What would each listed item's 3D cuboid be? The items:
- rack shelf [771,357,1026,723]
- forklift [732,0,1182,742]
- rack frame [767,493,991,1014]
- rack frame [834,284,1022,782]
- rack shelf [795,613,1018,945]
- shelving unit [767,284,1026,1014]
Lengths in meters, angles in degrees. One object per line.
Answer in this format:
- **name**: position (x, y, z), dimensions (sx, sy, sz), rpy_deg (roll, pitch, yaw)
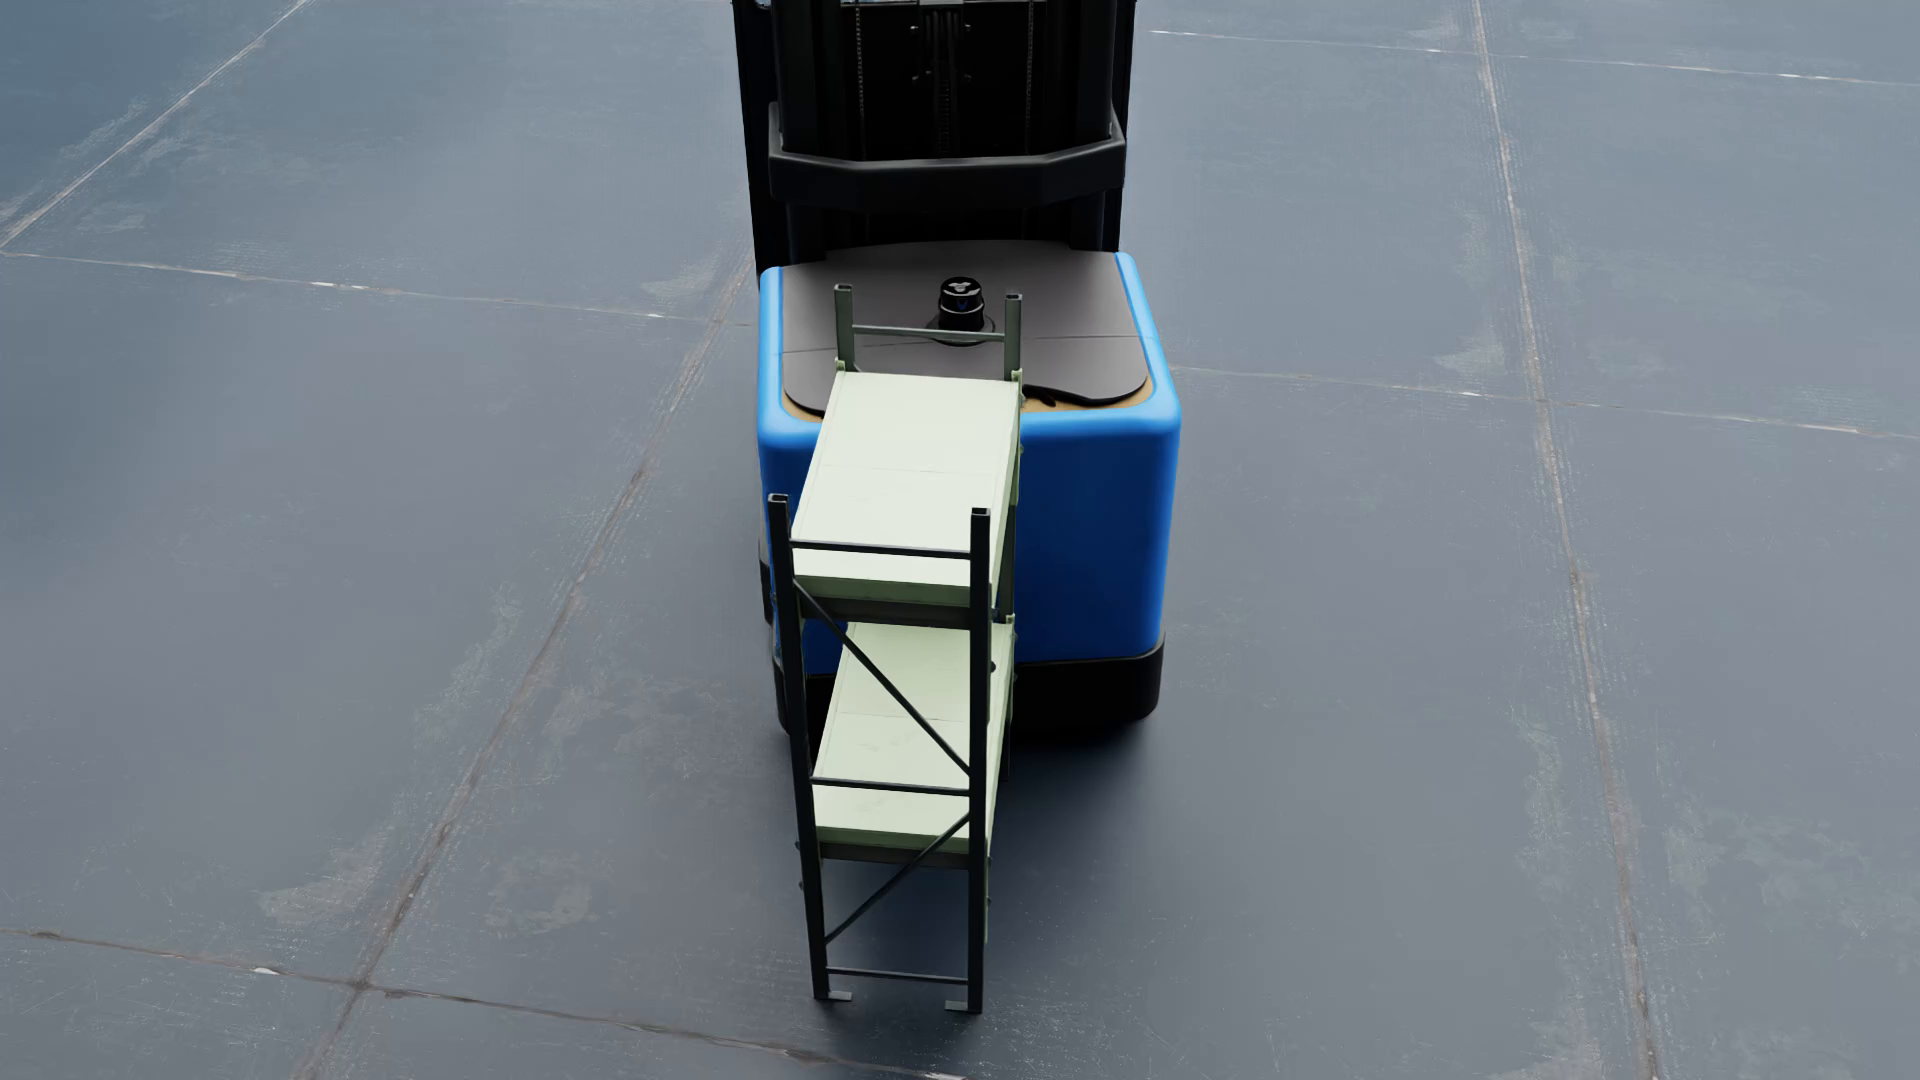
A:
- **rack shelf**: position (-0.107, -0.018, 3.482), dimensions (0.431, 0.370, 0.720), rpy_deg (4, 40, 5)
- **forklift**: position (-0.090, -1.514, 4.781), dimensions (1.130, 2.935, 3.031), rpy_deg (-3, 40, -4)
- **rack frame**: position (-0.145, 0.515, 3.451), dimensions (0.400, 1.500, 0.023), rpy_deg (4, 40, 5)
- **rack frame**: position (-0.068, 0.051, 4.012), dimensions (0.400, 1.500, 0.023), rpy_deg (4, 40, 5)
- **rack shelf**: position (-0.107, 0.534, 3.939), dimensions (0.431, 0.370, 0.720), rpy_deg (4, 40, 5)
- **shelving unit**: position (-0.107, 0.283, 3.731), dimensions (0.431, 1.500, 0.755), rpy_deg (4, 40, 5)
